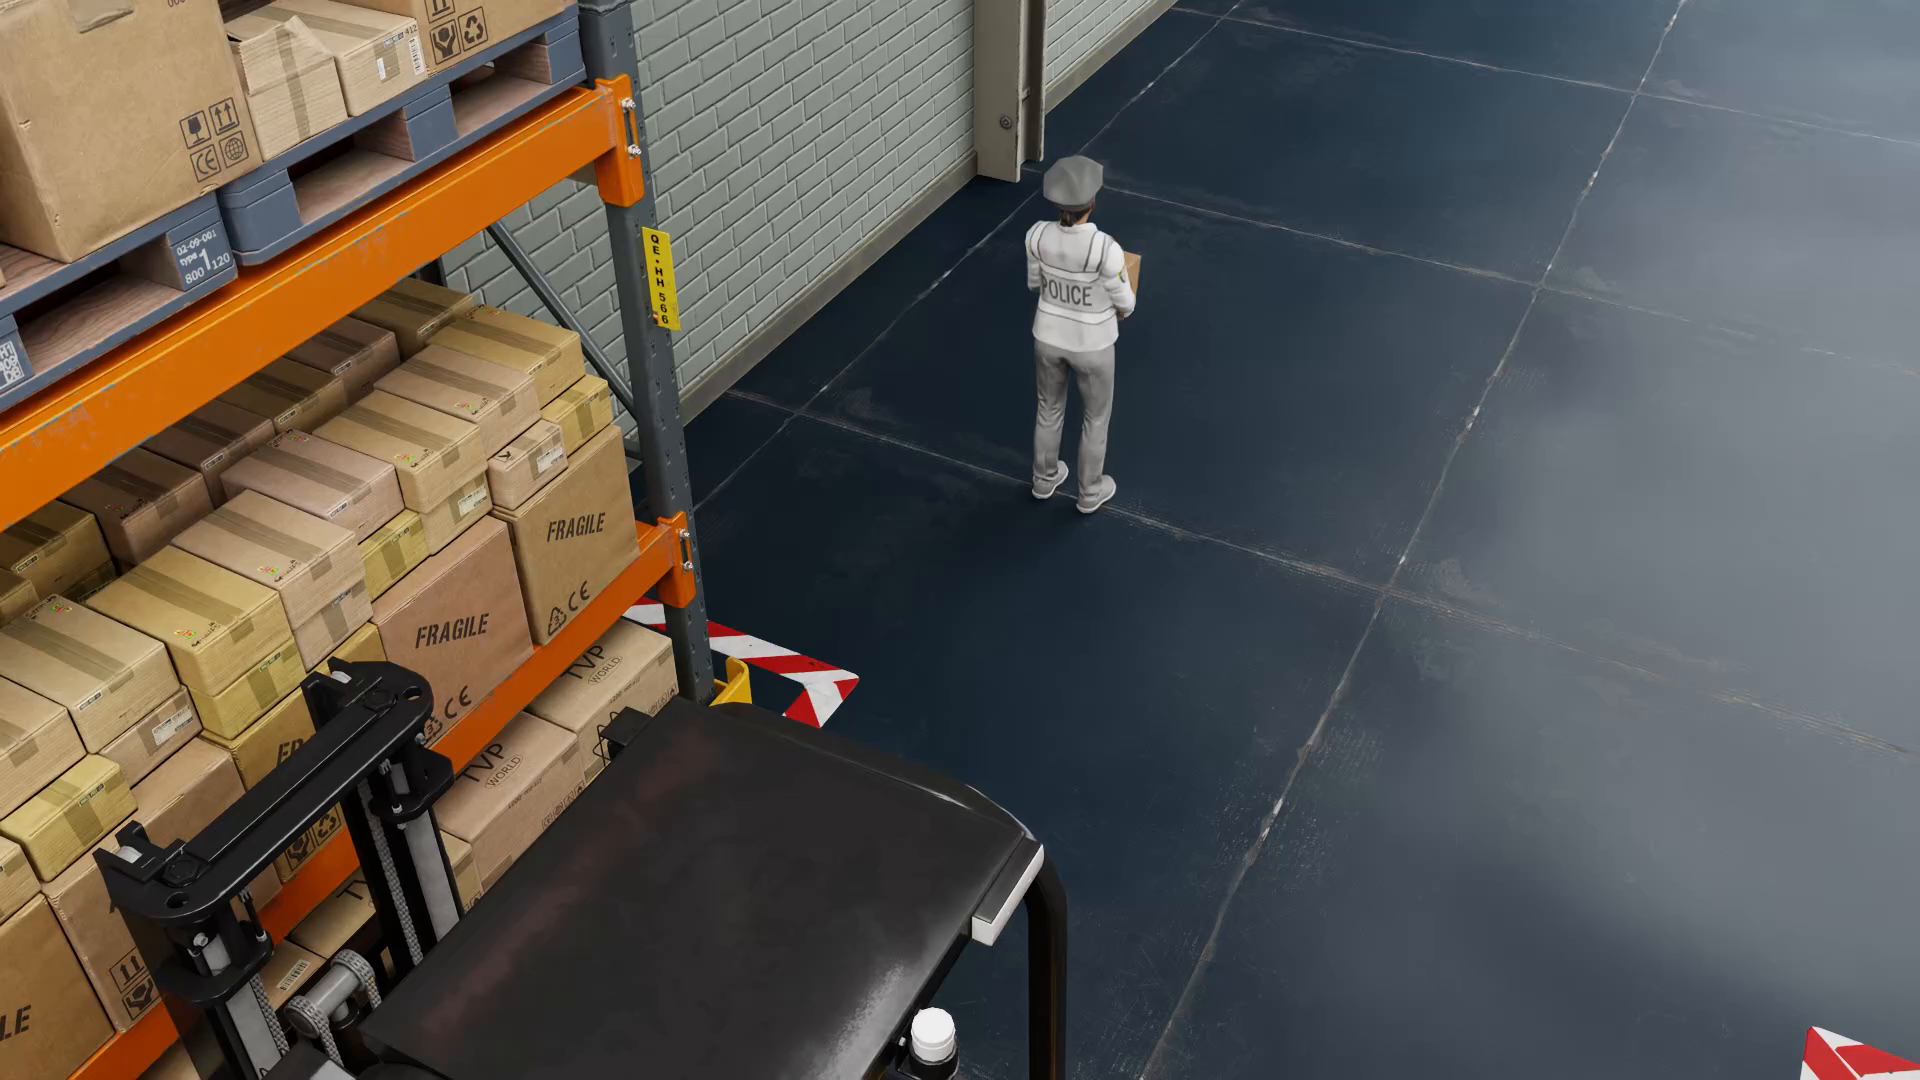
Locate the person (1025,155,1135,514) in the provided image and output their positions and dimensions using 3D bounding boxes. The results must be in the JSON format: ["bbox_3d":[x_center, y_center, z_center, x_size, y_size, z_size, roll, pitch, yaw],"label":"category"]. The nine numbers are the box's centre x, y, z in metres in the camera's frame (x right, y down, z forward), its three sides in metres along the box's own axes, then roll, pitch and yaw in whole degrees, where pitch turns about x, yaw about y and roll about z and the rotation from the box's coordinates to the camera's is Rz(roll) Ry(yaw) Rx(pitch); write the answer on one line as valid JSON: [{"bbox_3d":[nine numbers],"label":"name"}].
[{"bbox_3d":[0.532,-0.915,7.290,0.479,1.692,0.529,18,41,21],"label":"person"}]
